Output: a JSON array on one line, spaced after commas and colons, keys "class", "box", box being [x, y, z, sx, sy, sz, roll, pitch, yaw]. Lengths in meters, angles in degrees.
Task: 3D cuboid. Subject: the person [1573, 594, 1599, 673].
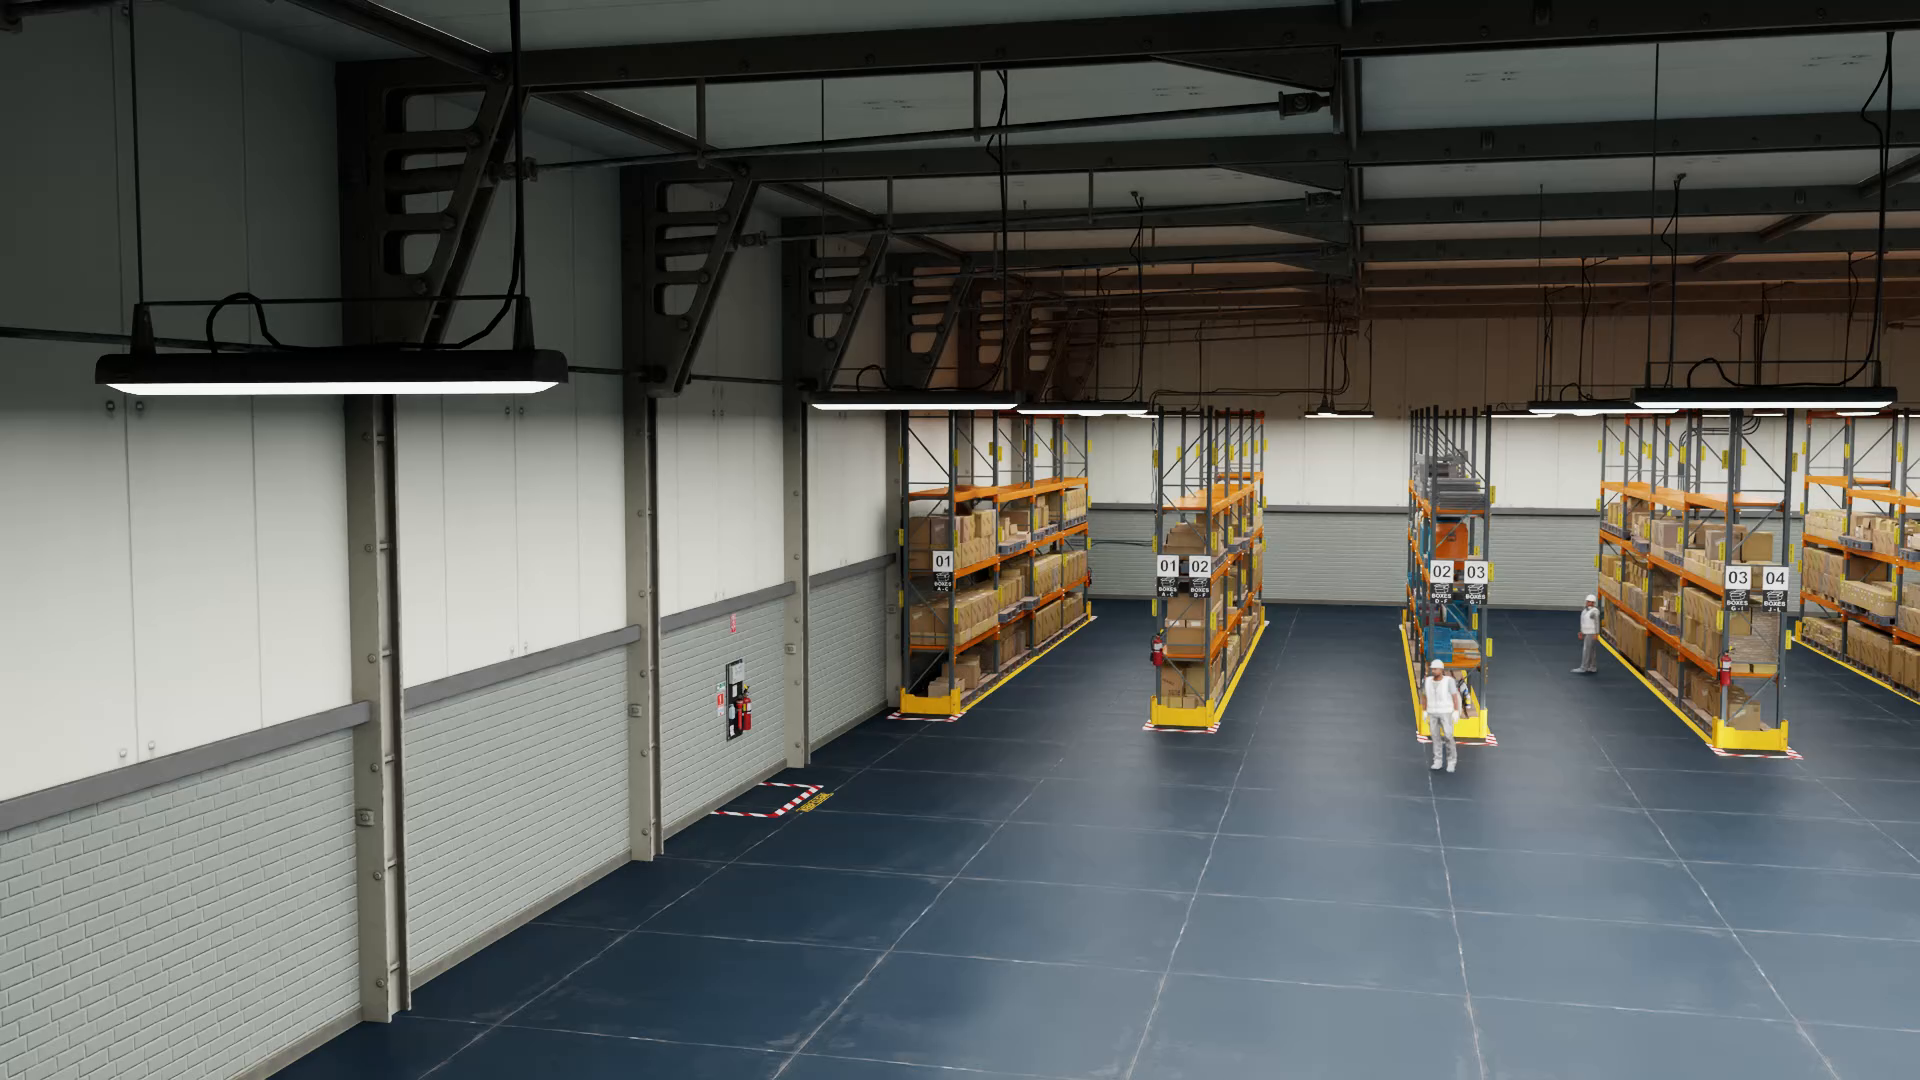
[{"class": "person", "box": [14.237, 2.119, 37.891, 0.590, 1.766, 0.546, 0, 4, 7]}]

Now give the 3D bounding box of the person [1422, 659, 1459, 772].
[{"class": "person", "box": [7.875, 2.880, 27.338, 0.611, 1.829, 0.393, 3, 5, 36]}]
